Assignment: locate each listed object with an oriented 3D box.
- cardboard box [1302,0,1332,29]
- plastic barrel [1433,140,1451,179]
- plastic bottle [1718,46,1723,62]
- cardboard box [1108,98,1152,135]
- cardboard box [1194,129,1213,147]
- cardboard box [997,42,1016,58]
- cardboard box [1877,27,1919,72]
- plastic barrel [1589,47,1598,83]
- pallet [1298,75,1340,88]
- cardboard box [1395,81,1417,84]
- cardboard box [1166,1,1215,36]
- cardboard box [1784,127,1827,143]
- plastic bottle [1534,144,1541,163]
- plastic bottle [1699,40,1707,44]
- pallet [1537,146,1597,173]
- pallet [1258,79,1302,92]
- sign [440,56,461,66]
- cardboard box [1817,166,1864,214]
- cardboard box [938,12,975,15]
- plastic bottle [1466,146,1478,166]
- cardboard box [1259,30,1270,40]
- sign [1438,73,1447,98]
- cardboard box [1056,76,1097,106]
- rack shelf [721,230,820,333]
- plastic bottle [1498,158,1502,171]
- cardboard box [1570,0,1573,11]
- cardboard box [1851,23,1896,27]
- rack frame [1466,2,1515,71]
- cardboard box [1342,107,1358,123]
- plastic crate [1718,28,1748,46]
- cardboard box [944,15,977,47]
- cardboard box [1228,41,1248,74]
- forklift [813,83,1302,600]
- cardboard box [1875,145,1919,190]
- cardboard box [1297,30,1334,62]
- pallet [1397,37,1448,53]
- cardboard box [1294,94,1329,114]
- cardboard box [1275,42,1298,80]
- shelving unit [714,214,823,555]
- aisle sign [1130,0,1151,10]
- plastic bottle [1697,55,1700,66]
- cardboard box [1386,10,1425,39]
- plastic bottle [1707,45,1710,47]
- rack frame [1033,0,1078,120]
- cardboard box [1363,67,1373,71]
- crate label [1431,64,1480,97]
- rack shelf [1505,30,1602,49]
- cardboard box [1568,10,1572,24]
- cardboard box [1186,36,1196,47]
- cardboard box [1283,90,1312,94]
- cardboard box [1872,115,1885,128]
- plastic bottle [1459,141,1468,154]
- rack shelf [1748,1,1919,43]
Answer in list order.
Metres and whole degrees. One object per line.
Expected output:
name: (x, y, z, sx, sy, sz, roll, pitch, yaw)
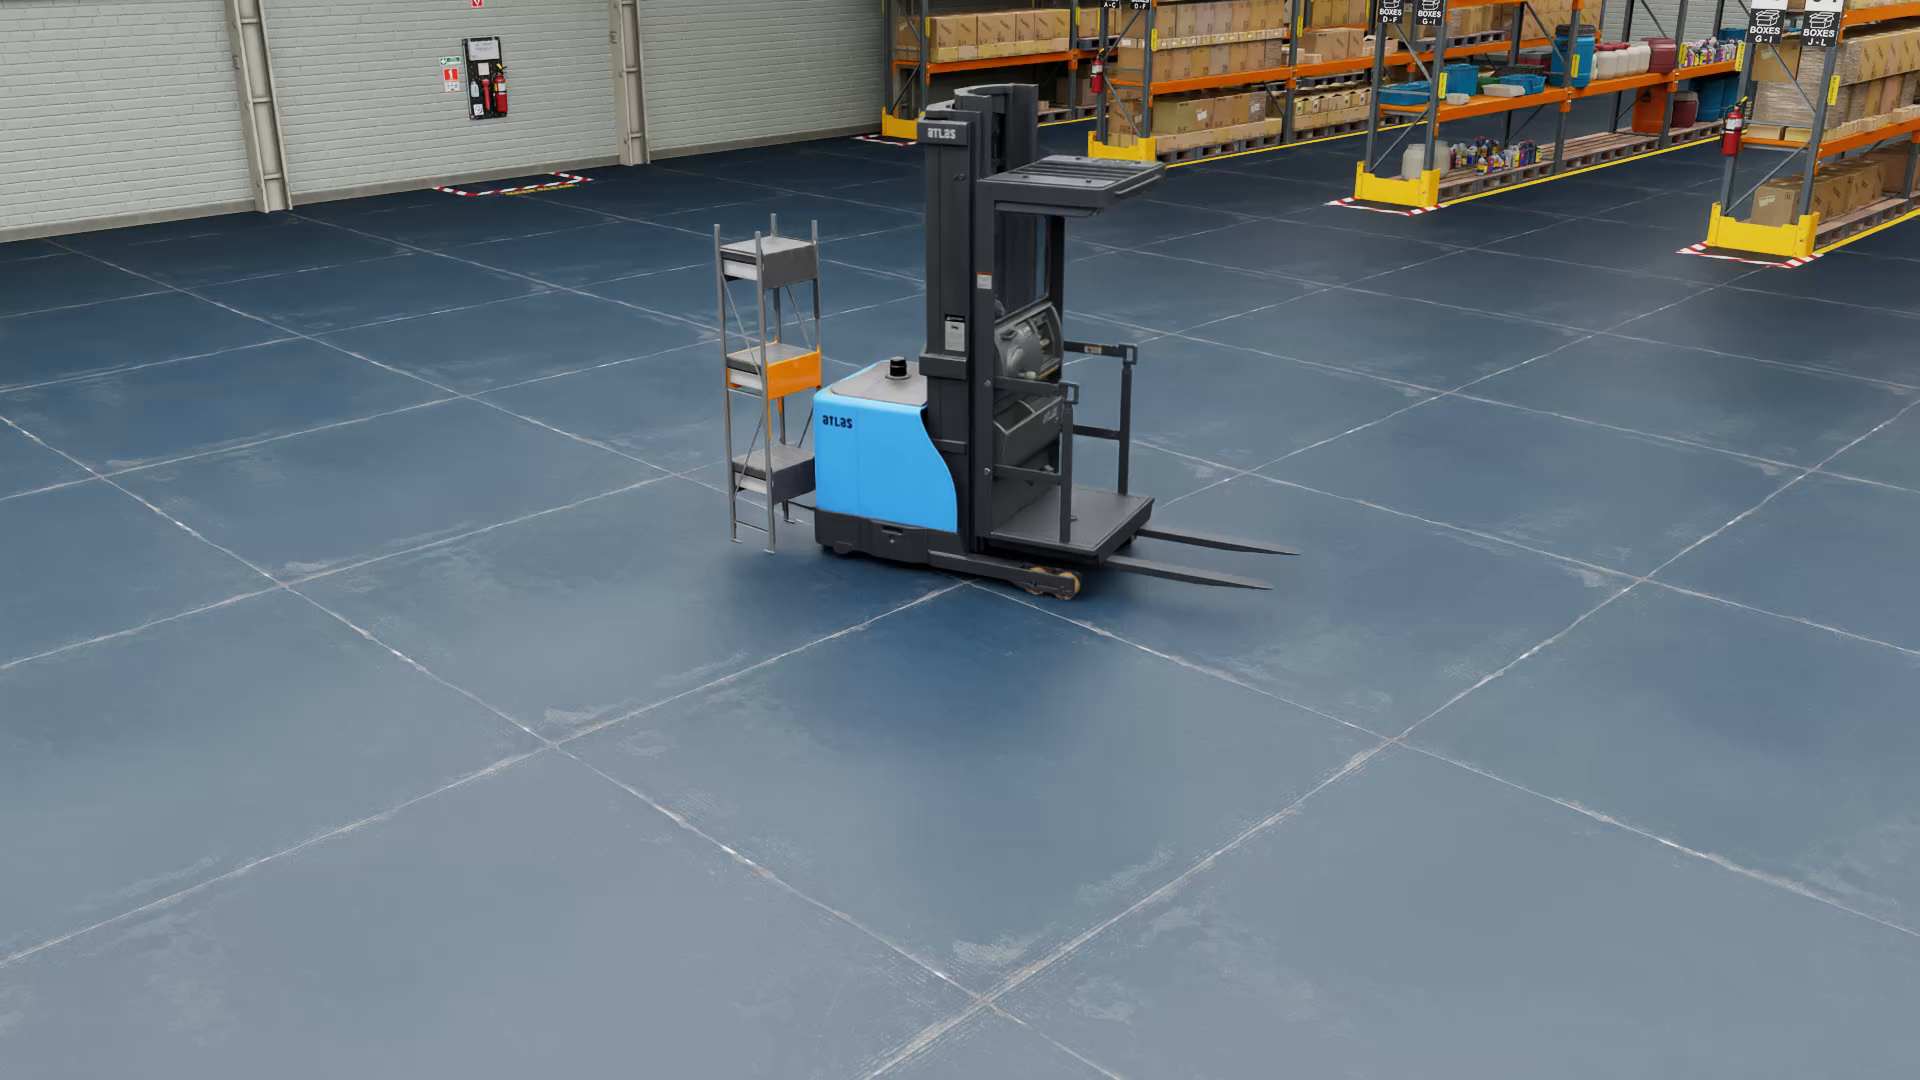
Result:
cardboard box: (7.807, -12.005, 37.710, 0.700, 0.700, 0.980, -20, 28, -41)
plastic barrel: (6.897, -5.518, 24.131, 0.421, 0.512, 0.421, 0, 21, 0)
plastic bottle: (13.480, -8.625, 29.496, 0.061, 0.283, 0.133, 19, 28, 41)
cardboard box: (2.758, -6.881, 26.999, 0.500, 0.500, 0.500, 19, 28, 41)
cardboard box: (3.826, -6.659, 27.466, 0.500, 0.250, 0.500, 19, 28, 41)
cardboard box: (0.679, -9.026, 30.559, 0.500, 0.250, 0.500, 20, 28, 41)
cardboard box: (12.018, -6.293, 21.319, 0.500, 0.500, 0.500, 19, 28, 41)
plastic barrel: (9.758, -7.448, 26.083, 0.433, 0.535, 0.433, 0, 21, 0)
pallet: (8.003, -10.604, 38.370, 1.003, 0.211, 1.213, 19, 28, 41)
cardboard box: (8.700, -8.547, 32.001, 0.500, 0.500, 0.500, -19, 28, -40)
cardboard box: (3.683, -8.455, 26.945, 0.700, 0.500, 0.500, 19, 28, 41)
cardboard box: (10.062, -4.822, 19.790, 0.380, 0.149, 0.250, 19, 28, 41)
plastic bottle: (8.835, -5.925, 25.482, 0.133, 0.283, 0.061, -18, 28, -39)
plastic bottle: (13.664, -9.075, 30.677, 0.152, 0.276, 0.135, 19, 28, 41)
pallet: (9.454, -6.104, 26.661, 1.003, 0.211, 1.213, 19, 28, 41)
pallet: (6.932, -10.211, 37.347, 1.003, 0.211, 1.213, 19, 28, 41)
sign: (-7.473, -7.020, 24.370, 0.001, 0.109, 0.331, 19, 28, 41)
cardboard box: (11.404, -4.562, 21.662, 0.500, 0.500, 0.500, 16, 26, 36)
cardboard box: (-0.062, -9.370, 30.408, 0.500, 0.500, 0.500, 18, 28, 39)
plastic bottle: (7.769, -5.836, 25.260, 0.152, 0.276, 0.135, 19, 28, 41)
cardboard box: (4.996, -8.530, 28.042, 0.380, 0.149, 0.250, 18, 28, 39)
sign: (6.535, -6.156, 22.524, 0.100, 0.325, 0.005, 19, 28, 41)
cardboard box: (2.337, -8.905, 32.934, 0.500, 0.500, 0.700, -19, 28, -40)
rack shelf: (-1.210, -1.640, 10.501, 0.431, 0.518, 0.480, 17, 27, 37)
plastic bottle: (8.009, -5.592, 24.730, 0.097, 0.201, 0.097, 0, 21, 0)
cardboard box: (12.935, -11.585, 35.501, 0.500, 0.500, 0.500, -19, 28, -41)
cardboard box: (11.986, -6.554, 21.999, 0.500, 0.500, 0.500, 19, 28, 41)
rack frame: (10.968, -10.491, 34.189, 1.000, 3.000, 0.127, 19, 28, 41)
cardboard box: (6.919, -7.784, 30.393, 0.500, 0.250, 0.500, -20, 28, -41)
plastic crate: (14.596, -9.476, 31.487, 0.392, 0.384, 0.575, 19, 28, 41)
cardboard box: (-0.055, -9.107, 29.723, 0.500, 0.500, 0.500, 19, 28, 41)
cardboard box: (4.366, -8.100, 27.829, 0.500, 0.500, 0.700, -20, 28, -41)
forklift: (0.609, -1.219, 10.160, 3.031, 2.935, 1.130, 10, 23, 24)
cardboard box: (13.273, -5.263, 23.458, 0.700, 0.500, 0.500, 19, 28, 40)
cardboard box: (6.302, -8.810, 29.676, 0.500, 0.500, 0.500, -18, 27, -38)
pallet: (8.600, -9.565, 32.047, 1.213, 0.211, 1.003, 19, 28, 41)
cardboard box: (6.207, -7.780, 29.601, 0.500, 0.311, 0.500, 19, 28, 40)
cardboard box: (7.056, -10.723, 37.203, 0.750, 0.750, 0.750, 20, 28, 41)
shelving unit: (-1.209, -1.000, 10.748, 0.431, 2.100, 0.503, 17, 27, 37)
aisle sign: (2.771, -8.526, 25.453, 0.394, 0.787, 0.004, 19, 28, 41)
plastic bottle: (12.774, -8.336, 28.858, 0.097, 0.201, 0.097, 0, 21, 0)
cardboard box: (8.536, -9.896, 31.915, 0.700, 0.500, 0.500, 9, 23, 23)
plastic bottle: (13.766, -9.014, 30.621, 0.097, 0.201, 0.097, 0, 21, 0)
rack frame: (1.836, -9.673, 32.061, 1.000, 3.000, 0.127, 19, 28, 41)
cardboard box: (9.441, -11.454, 39.592, 0.700, 0.500, 0.500, 19, 28, 40)
crate label: (7.234, -6.723, 24.336, 0.502, 0.435, 0.616, 19, 28, 41)
rack shelf: (12.363, -10.669, 35.655, 1.077, 0.370, 4.000, 19, 28, 41)
cardboard box: (12.930, -11.122, 35.690, 0.500, 0.500, 0.500, 20, 28, 41)
cardboard box: (3.560, -7.999, 26.663, 0.380, 0.149, 0.250, 19, 28, 40)
cardboard box: (6.173, -8.048, 30.297, 0.500, 0.311, 0.500, 19, 28, 40)
cardboard box: (11.486, -5.326, 21.101, 0.380, 0.149, 0.250, 19, 28, 41)
plastic bottle: (7.645, -5.901, 25.326, 0.144, 0.351, 0.185, 19, 28, 40)
rack shelf: (11.087, -6.505, 20.638, 1.077, 0.370, 4.000, 19, 28, 41)
